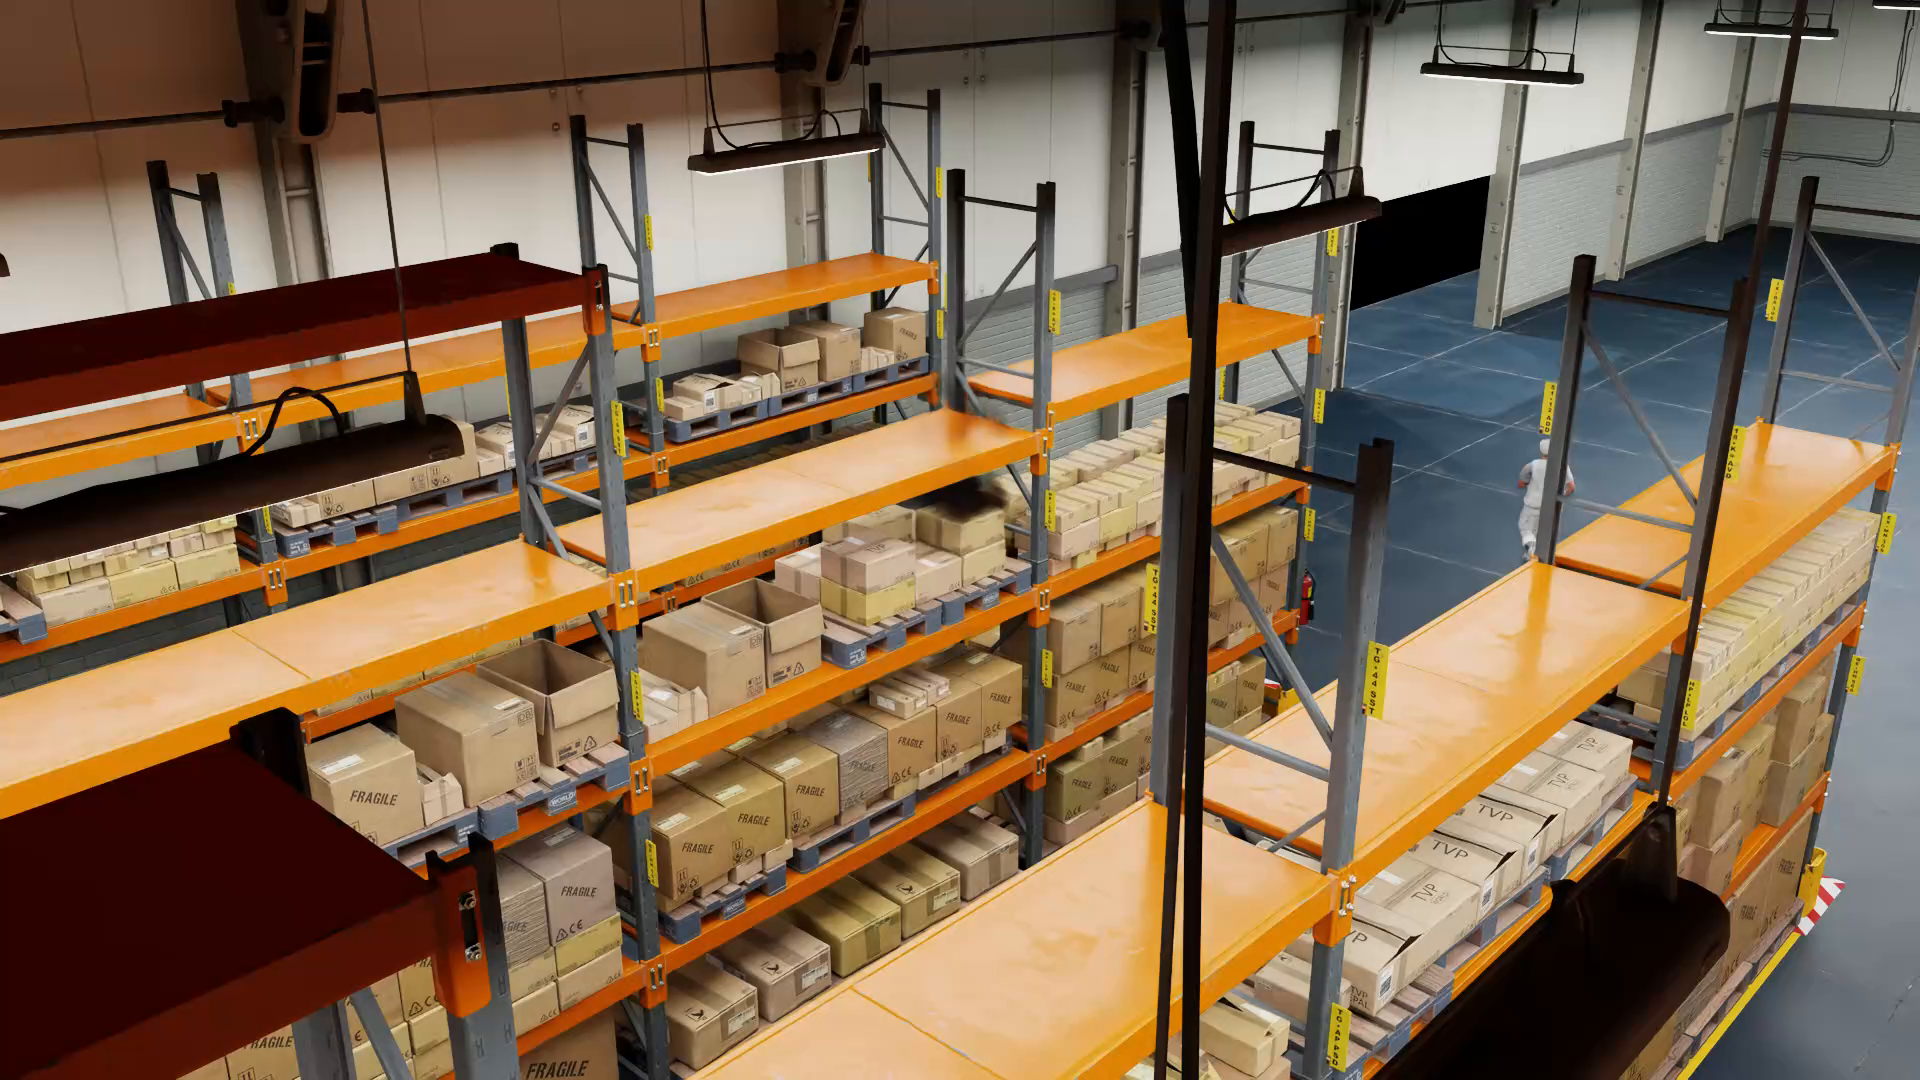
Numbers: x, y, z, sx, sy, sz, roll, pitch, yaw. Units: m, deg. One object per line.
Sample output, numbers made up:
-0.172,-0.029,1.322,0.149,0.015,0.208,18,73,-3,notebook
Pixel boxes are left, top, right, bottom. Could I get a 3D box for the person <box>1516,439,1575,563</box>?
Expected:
7.233,-0.428,20.702,0.668,1.758,0.849,2,21,5,person
